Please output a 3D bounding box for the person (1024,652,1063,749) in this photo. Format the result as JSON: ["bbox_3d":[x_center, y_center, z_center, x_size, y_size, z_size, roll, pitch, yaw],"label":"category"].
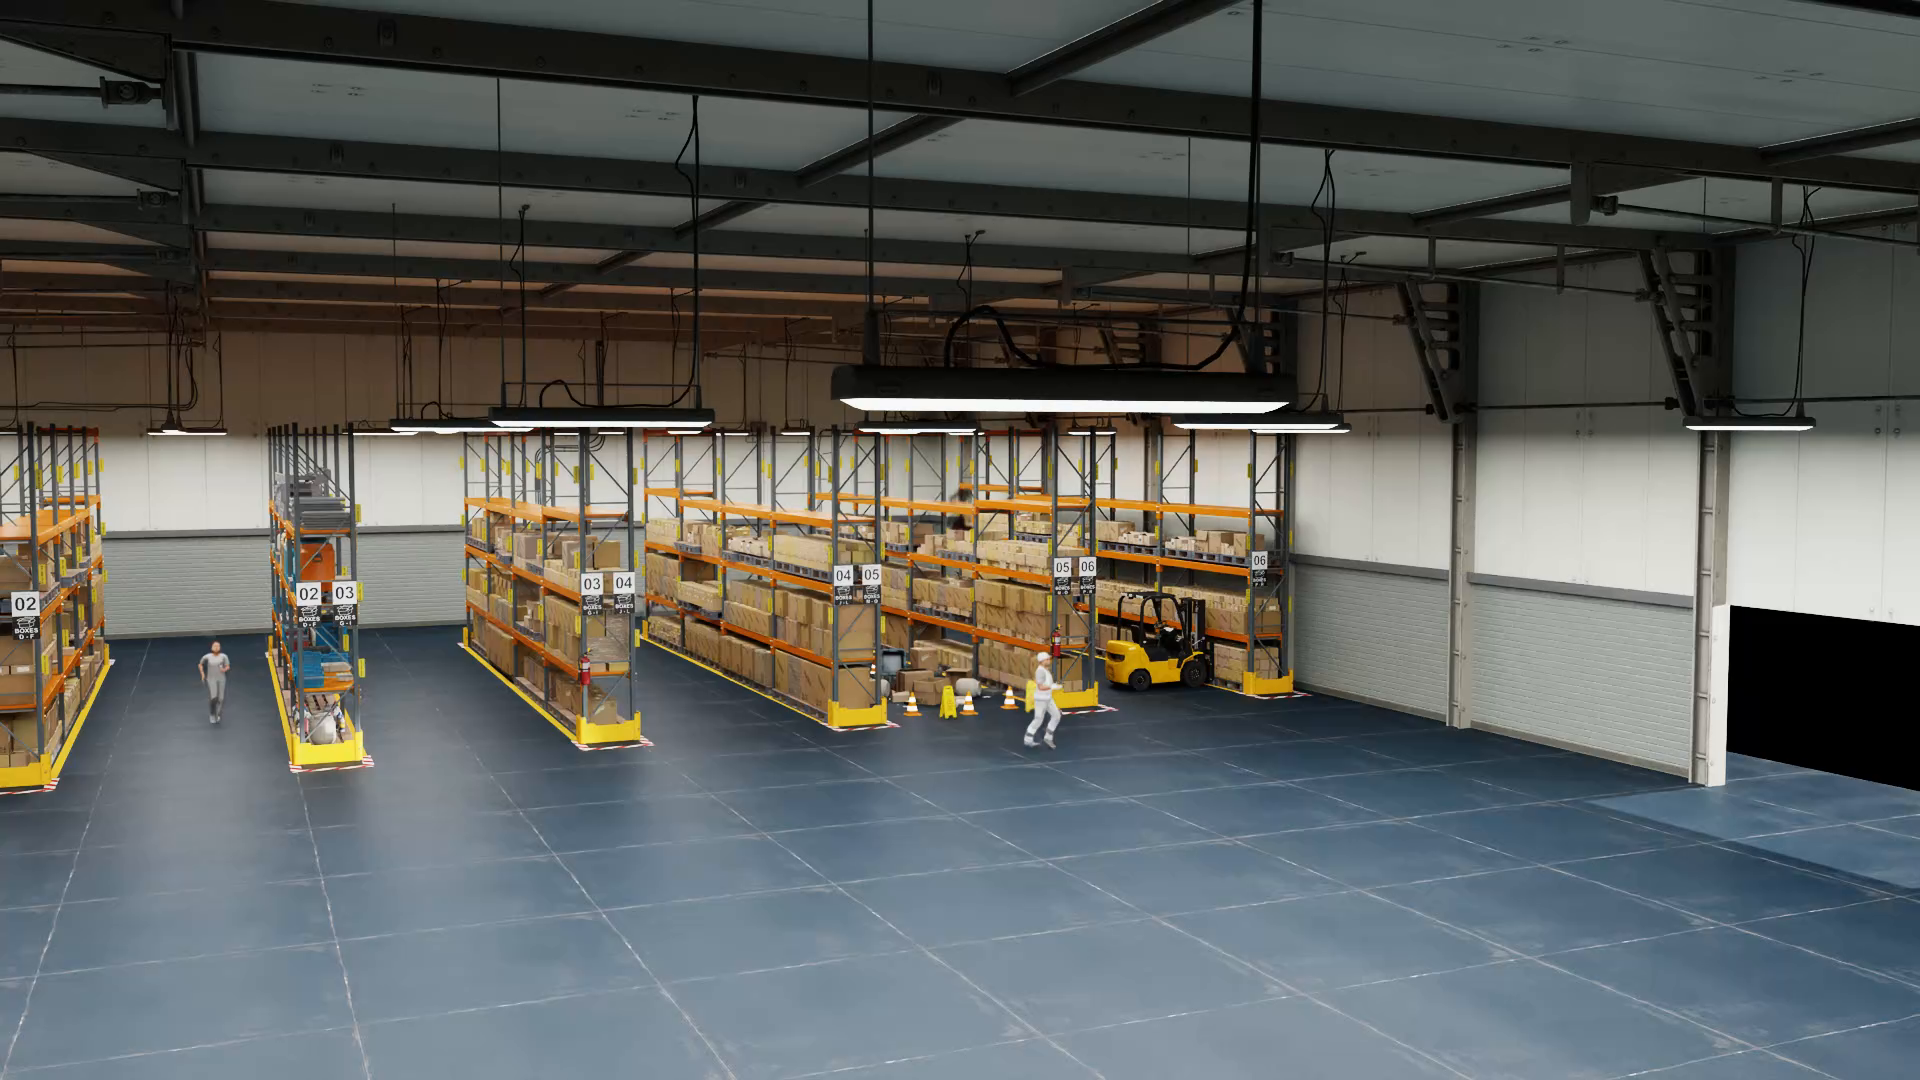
[{"bbox_3d":[1.558,2.964,30.608,0.777,1.818,0.601,1,4,22],"label":"person"}]

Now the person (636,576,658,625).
[{"bbox_3d":[-9.152,1.906,48.981,0.767,1.708,0.604,-3,5,-41],"label":"person"}]

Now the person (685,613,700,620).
[{"bbox_3d":[-7.932,1.908,49.104,0.862,1.607,0.668,3,4,36],"label":"person"}]

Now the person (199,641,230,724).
[{"bbox_3d":[-14.922,2.847,33.345,0.537,1.659,0.670,-2,4,-36],"label":"person"}]
